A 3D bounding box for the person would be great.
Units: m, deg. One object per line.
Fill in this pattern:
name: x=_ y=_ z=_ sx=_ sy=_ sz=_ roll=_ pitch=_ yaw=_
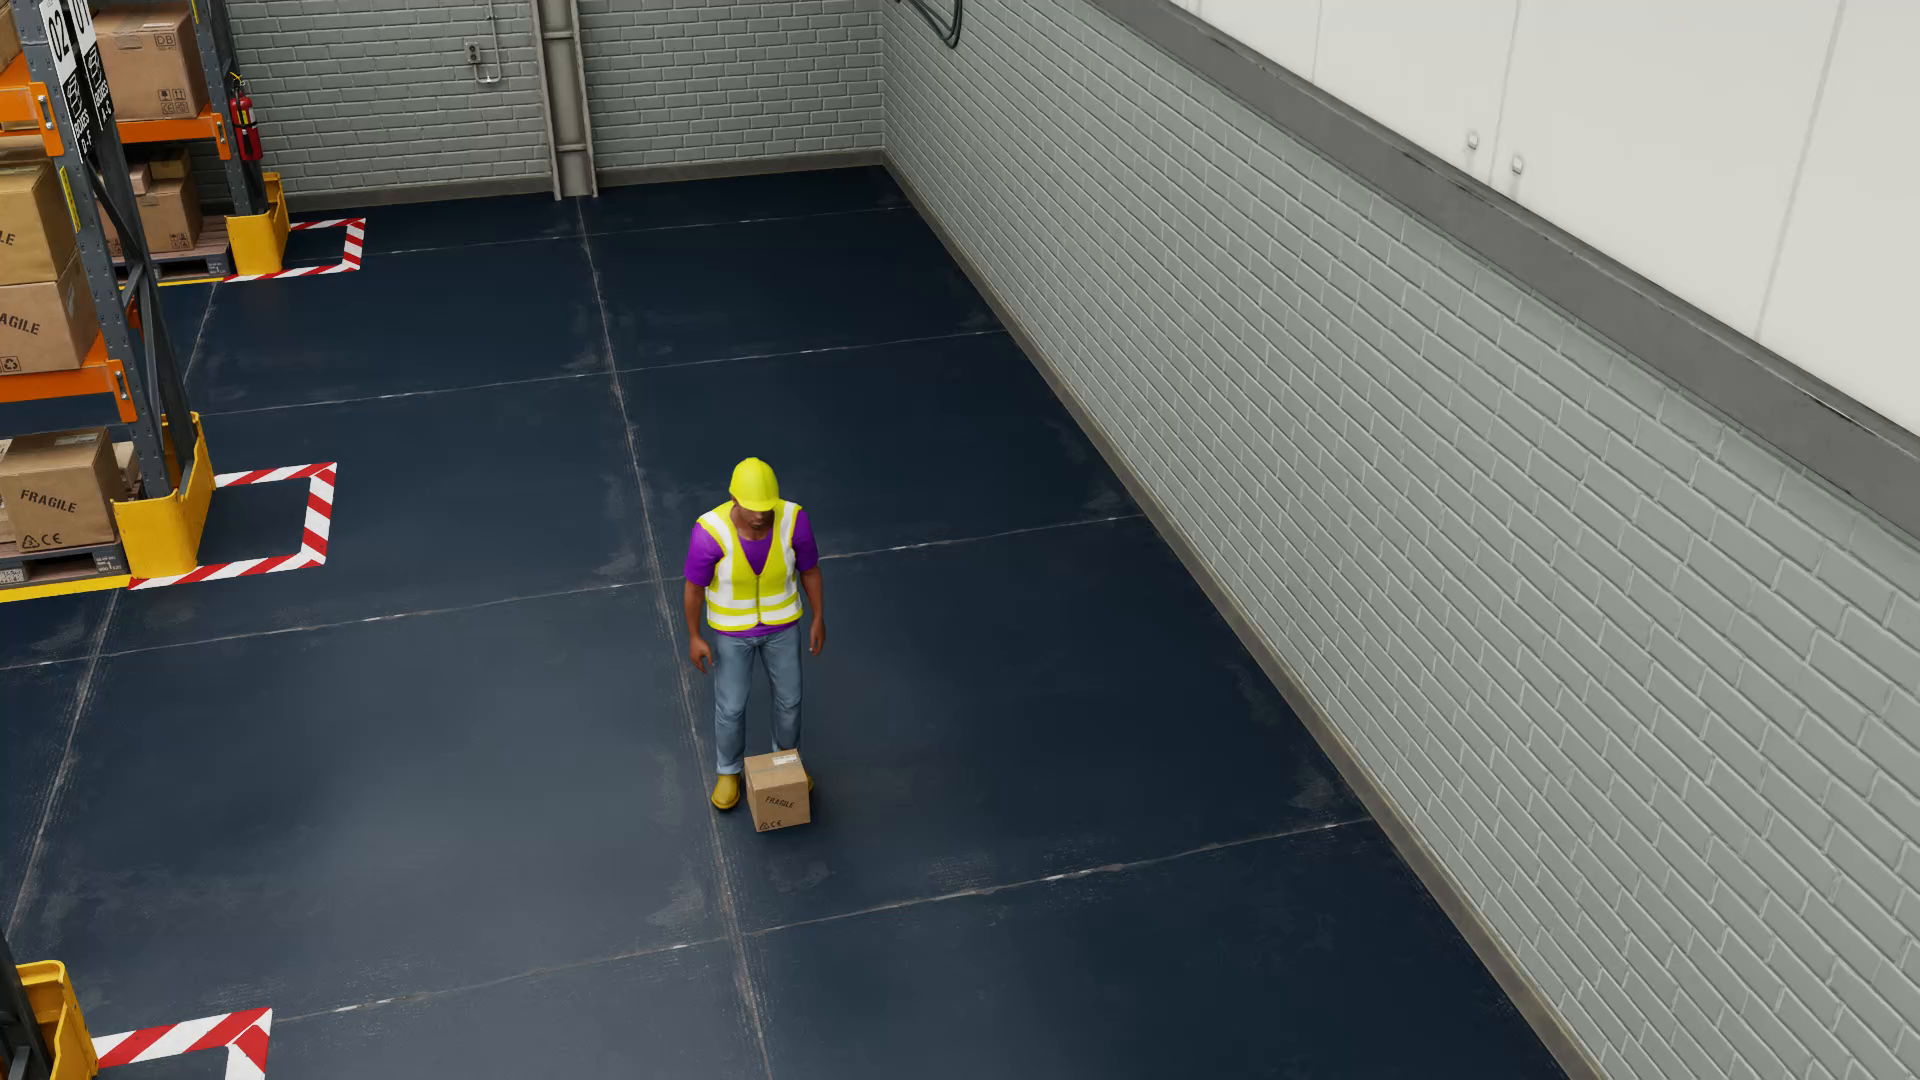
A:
person: x=-0.917 y=0.402 z=7.527 sx=0.635 sy=1.760 sz=0.463 roll=-8 pitch=31 yaw=-14
